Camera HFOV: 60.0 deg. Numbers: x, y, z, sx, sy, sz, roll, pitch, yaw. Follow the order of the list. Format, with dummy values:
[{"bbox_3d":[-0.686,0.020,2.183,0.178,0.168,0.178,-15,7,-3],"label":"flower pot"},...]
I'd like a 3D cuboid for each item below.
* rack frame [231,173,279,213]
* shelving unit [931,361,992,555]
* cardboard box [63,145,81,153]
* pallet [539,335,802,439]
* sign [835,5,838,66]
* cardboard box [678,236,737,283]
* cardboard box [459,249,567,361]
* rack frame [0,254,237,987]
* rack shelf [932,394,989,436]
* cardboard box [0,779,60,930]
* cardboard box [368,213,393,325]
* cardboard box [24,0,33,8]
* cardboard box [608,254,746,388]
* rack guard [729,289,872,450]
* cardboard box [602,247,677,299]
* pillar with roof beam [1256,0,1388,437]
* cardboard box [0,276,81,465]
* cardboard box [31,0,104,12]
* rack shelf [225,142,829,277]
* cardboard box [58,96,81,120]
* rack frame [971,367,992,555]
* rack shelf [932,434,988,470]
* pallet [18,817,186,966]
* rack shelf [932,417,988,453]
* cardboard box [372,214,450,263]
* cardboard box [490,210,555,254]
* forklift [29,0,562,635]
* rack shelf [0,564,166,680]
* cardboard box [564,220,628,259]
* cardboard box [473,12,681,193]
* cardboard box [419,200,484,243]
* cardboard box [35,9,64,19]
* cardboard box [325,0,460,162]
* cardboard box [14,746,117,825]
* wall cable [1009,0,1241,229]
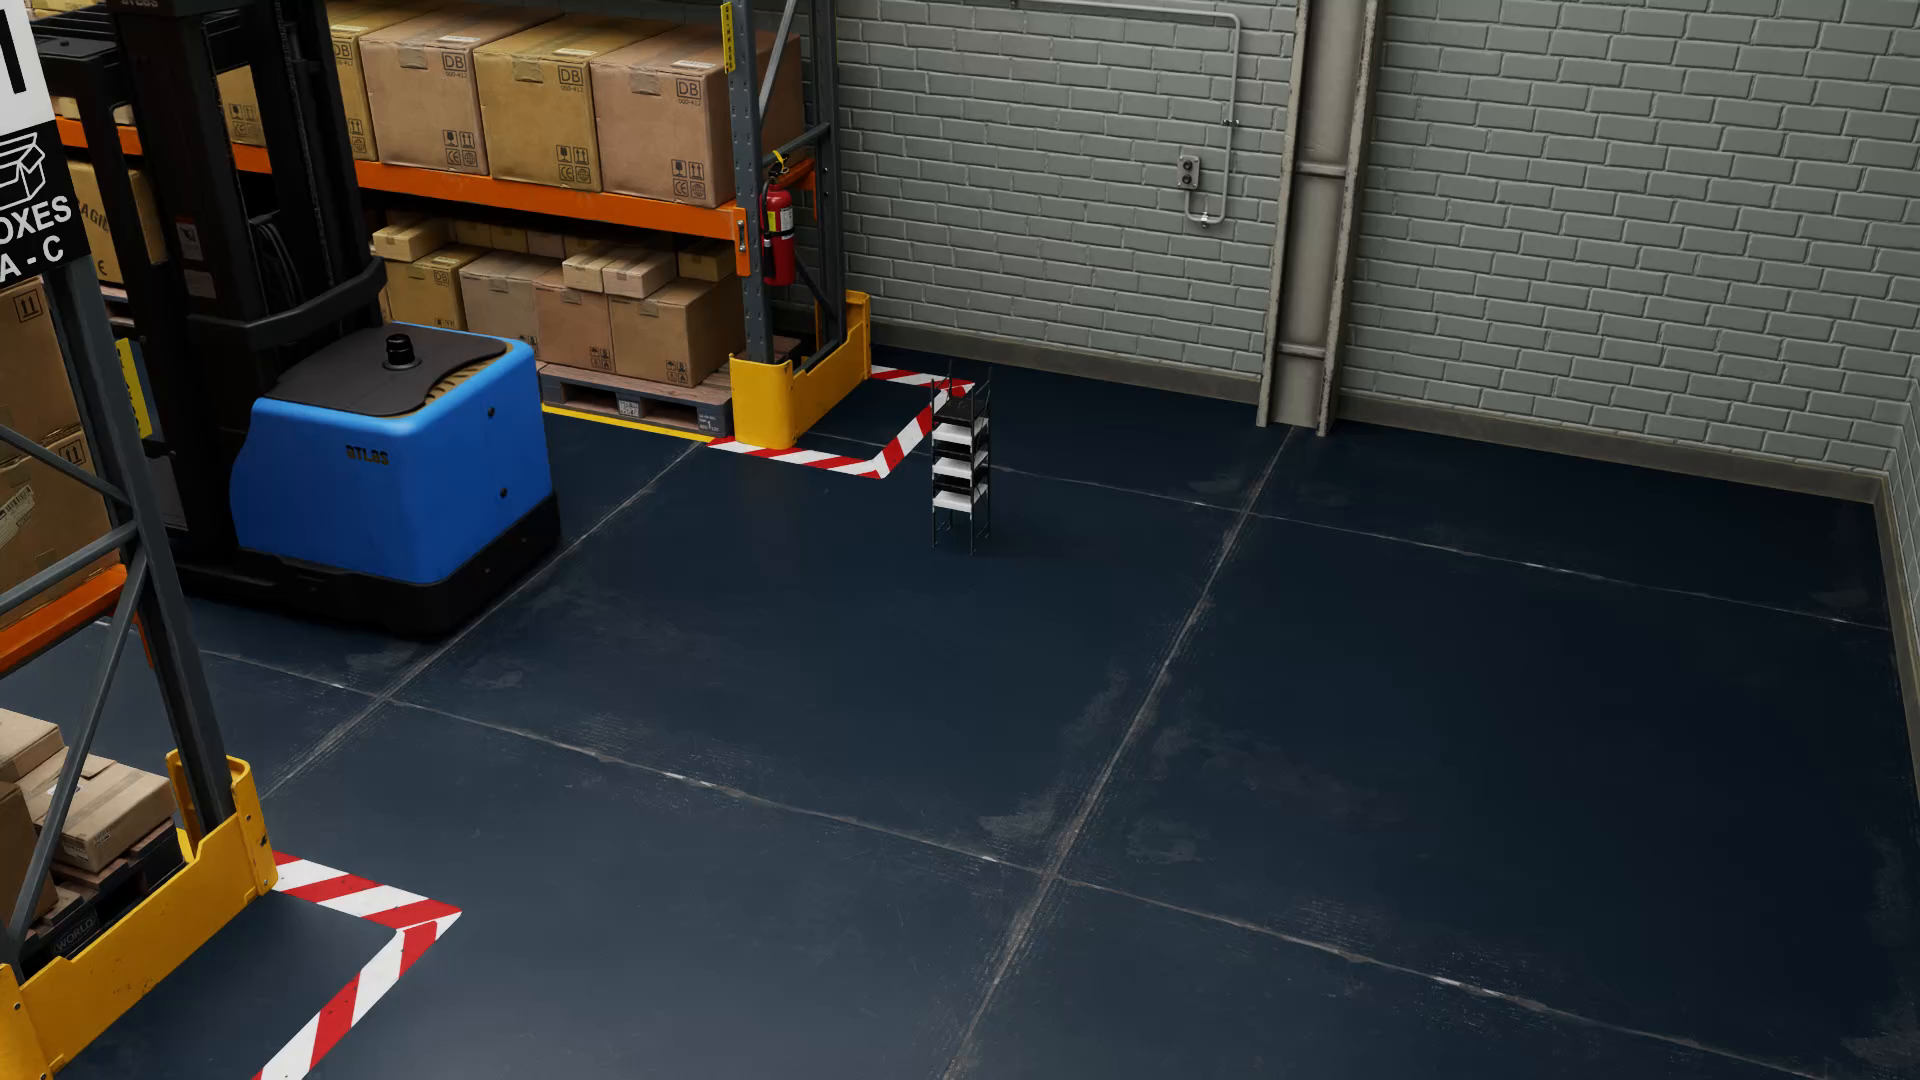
[{"bbox_3d":[-4.620,-2.832,10.212,0.127,3.000,1.000,11,31,19],"label":"rack frame"},{"bbox_3d":[0.008,-0.390,8.026,0.210,0.900,0.258,11,31,19],"label":"shelving unit"},{"bbox_3d":[-6.096,-2.303,11.034,0.750,0.750,0.750,12,32,21],"label":"cardboard box"},{"bbox_3d":[-1.684,-0.990,9.787,1.213,0.211,1.003,11,31,19],"label":"pallet"},{"bbox_3d":[-0.699,-2.755,9.116,0.005,0.325,0.100,11,31,19],"label":"sign"},{"bbox_3d":[-1.409,-1.621,9.523,0.250,0.149,0.380,12,31,19],"label":"cardboard box"},{"bbox_3d":[-2.530,-1.456,9.890,0.500,0.500,0.700,10,31,17],"label":"cardboard box"},{"bbox_3d":[-2.773,0.168,4.905,0.127,3.000,1.000,11,31,19],"label":"rack frame"},{"bbox_3d":[0.008,-0.596,7.909,0.200,0.077,0.258,11,31,19],"label":"rack shelf"},{"bbox_3d":[-3.369,1.076,5.391,0.500,0.500,0.500,11,31,19],"label":"cardboard box"},{"bbox_3d":[-3.502,-1.647,10.229,0.500,0.500,0.700,11,31,19],"label":"cardboard box"},{"bbox_3d":[-5.619,-3.409,10.046,0.500,0.250,0.500,12,32,20],"label":"cardboard box"},{"bbox_3d":[-1.600,-1.270,9.562,0.500,0.500,0.700,11,31,19],"label":"cardboard box"},{"bbox_3d":[-0.891,-0.999,9.509,0.348,0.500,1.175,11,31,19],"label":"rack guard"},{"bbox_3d":[-1.787,-1.493,9.298,0.250,0.149,0.380,11,31,19],"label":"cardboard box"},{"bbox_3d":[0.295,-2.635,3.767,0.400,9.000,9.100,11,31,19],"label":"pillar with roof beam"},{"bbox_3d":[-3.085,-0.513,4.992,0.500,0.500,0.500,12,32,21],"label":"cardboard box"},{"bbox_3d":[-5.149,-3.310,9.871,0.500,0.250,0.500,12,32,20],"label":"cardboard box"},{"bbox_3d":[-2.767,-2.149,9.734,4.000,0.370,1.077,11,31,19],"label":"rack shelf"},{"bbox_3d":[-5.283,-2.700,10.214,0.250,0.149,0.380,12,32,20],"label":"cardboard box"},{"bbox_3d":[0.102,-0.371,7.993,0.006,0.900,0.240,11,31,19],"label":"rack frame"},{"bbox_3d":[0.008,-0.440,7.998,0.200,0.077,0.258,11,31,19],"label":"rack shelf"},{"bbox_3d":[-3.582,1.221,5.876,1.213,0.211,1.003,11,31,19],"label":"pallet"},{"bbox_3d":[0.008,-0.518,7.954,0.200,0.077,0.258,11,31,19],"label":"rack shelf"},{"bbox_3d":[-3.233,-1.781,9.806,0.250,0.149,0.380,10,31,18],"label":"cardboard box"},{"bbox_3d":[-2.584,-1.854,9.937,0.250,0.149,0.380,12,31,20],"label":"cardboard box"},{"bbox_3d":[-3.527,-1.289,7.551,3.031,2.935,1.130,10,31,18],"label":"forklift"},{"bbox_3d":[-4.626,0.111,5.737,4.000,0.370,1.077,11,31,19],"label":"rack shelf"},{"bbox_3d":[-2.110,-1.761,9.771,0.250,0.149,0.380,12,31,20],"label":"cardboard box"},{"bbox_3d":[-2.068,-2.442,9.216,0.700,0.700,0.980,11,31,19],"label":"cardboard box"},{"bbox_3d":[-3.058,-1.949,10.104,0.250,0.149,0.380,12,31,20],"label":"cardboard box"},{"bbox_3d":[-5.143,-2.984,10.057,0.500,0.500,0.500,11,31,18],"label":"cardboard box"},{"bbox_3d":[-3.449,-2.717,9.704,0.700,0.700,0.980,10,31,18],"label":"cardboard box"},{"bbox_3d":[-3.263,0.929,5.990,0.250,0.166,0.380,11,31,19],"label":"cardboard box"},{"bbox_3d":[0.628,-2.728,8.996,1.851,1.984,0.084,11,31,19],"label":"wall cable"}]
